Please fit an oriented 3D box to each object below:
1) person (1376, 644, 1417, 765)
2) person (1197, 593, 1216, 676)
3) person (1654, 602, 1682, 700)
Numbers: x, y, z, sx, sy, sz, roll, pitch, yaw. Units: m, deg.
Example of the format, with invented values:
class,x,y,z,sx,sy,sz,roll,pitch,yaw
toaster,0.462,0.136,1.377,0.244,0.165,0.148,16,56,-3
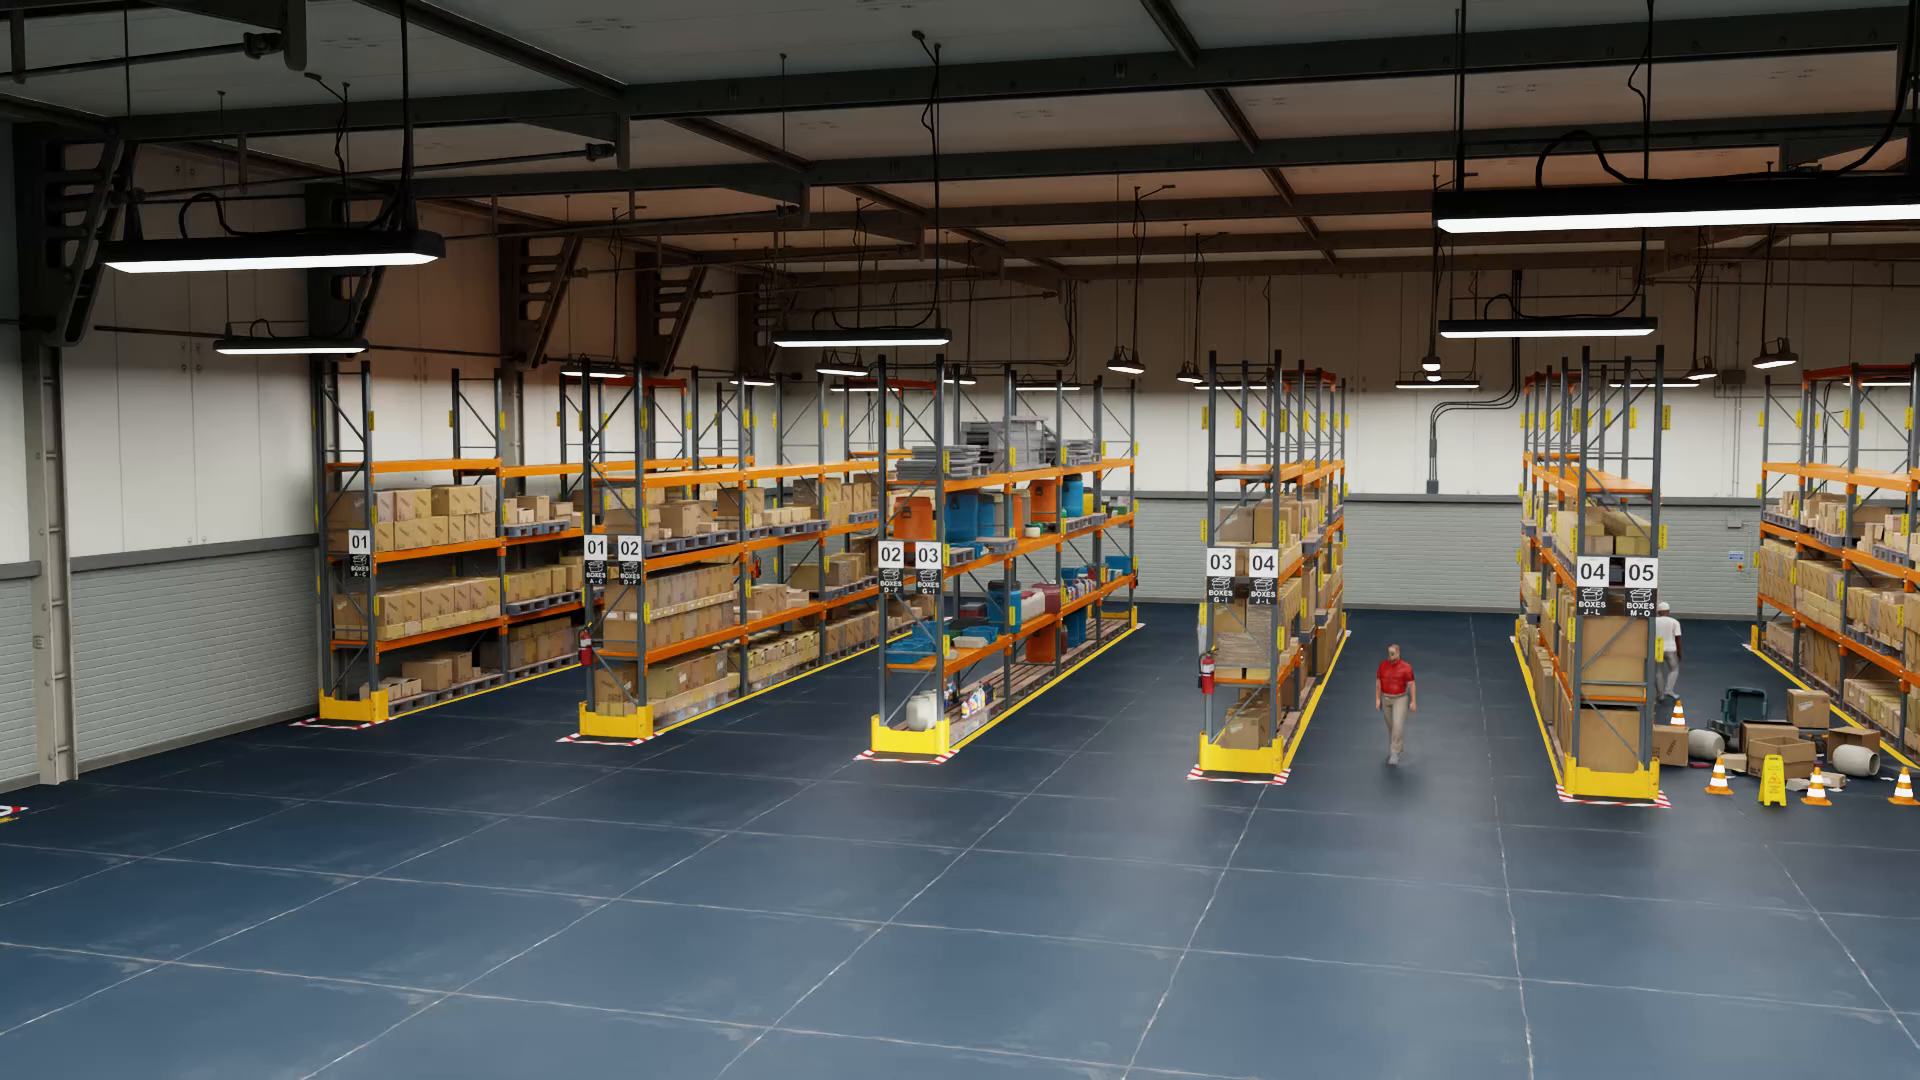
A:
class,x,y,z,sx,sy,sz,roll,pitch,yaw
person,6.372,2.383,24.496,0.593,1.690,0.884,4,6,44
person,4.936,1.833,32.843,0.495,1.618,0.857,1,4,14
person,12.615,1.999,29.817,0.597,1.766,0.530,2,5,25
